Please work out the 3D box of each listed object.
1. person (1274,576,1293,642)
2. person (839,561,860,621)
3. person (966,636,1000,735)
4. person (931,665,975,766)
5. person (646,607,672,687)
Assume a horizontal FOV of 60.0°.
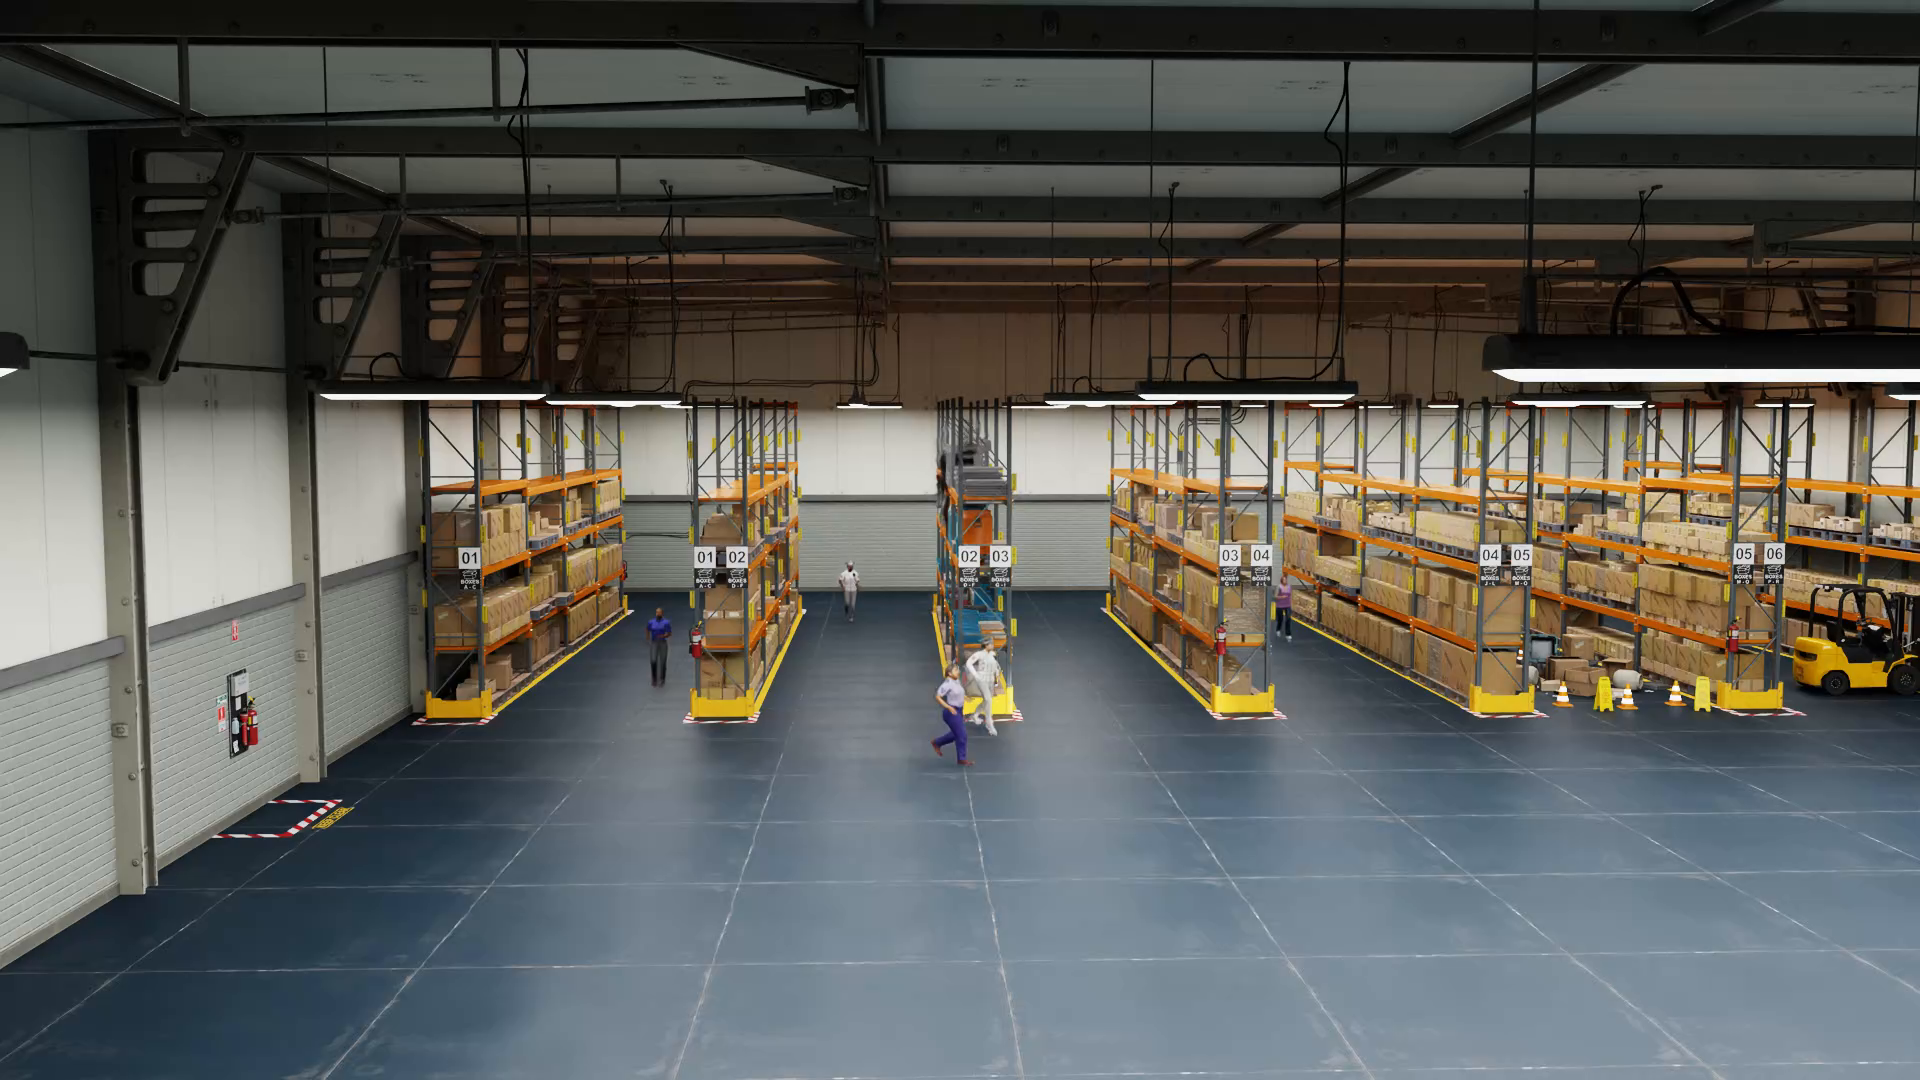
[{"bbox_3d":[8.090,1.689,41.562,0.531,1.607,0.838,0,4,-6],"label":"person"},{"bbox_3d":[-2.987,1.392,45.228,0.563,1.664,0.565,-1,5,-13],"label":"person"},{"bbox_3d":[0.488,2.576,29.895,0.900,1.706,0.616,4,6,45],"label":"person"},{"bbox_3d":[-0.136,2.830,27.010,0.813,1.612,0.620,2,5,20],"label":"person"},{"bbox_3d":[-6.278,2.234,34.615,0.548,1.644,0.684,0,4,-6],"label":"person"}]
